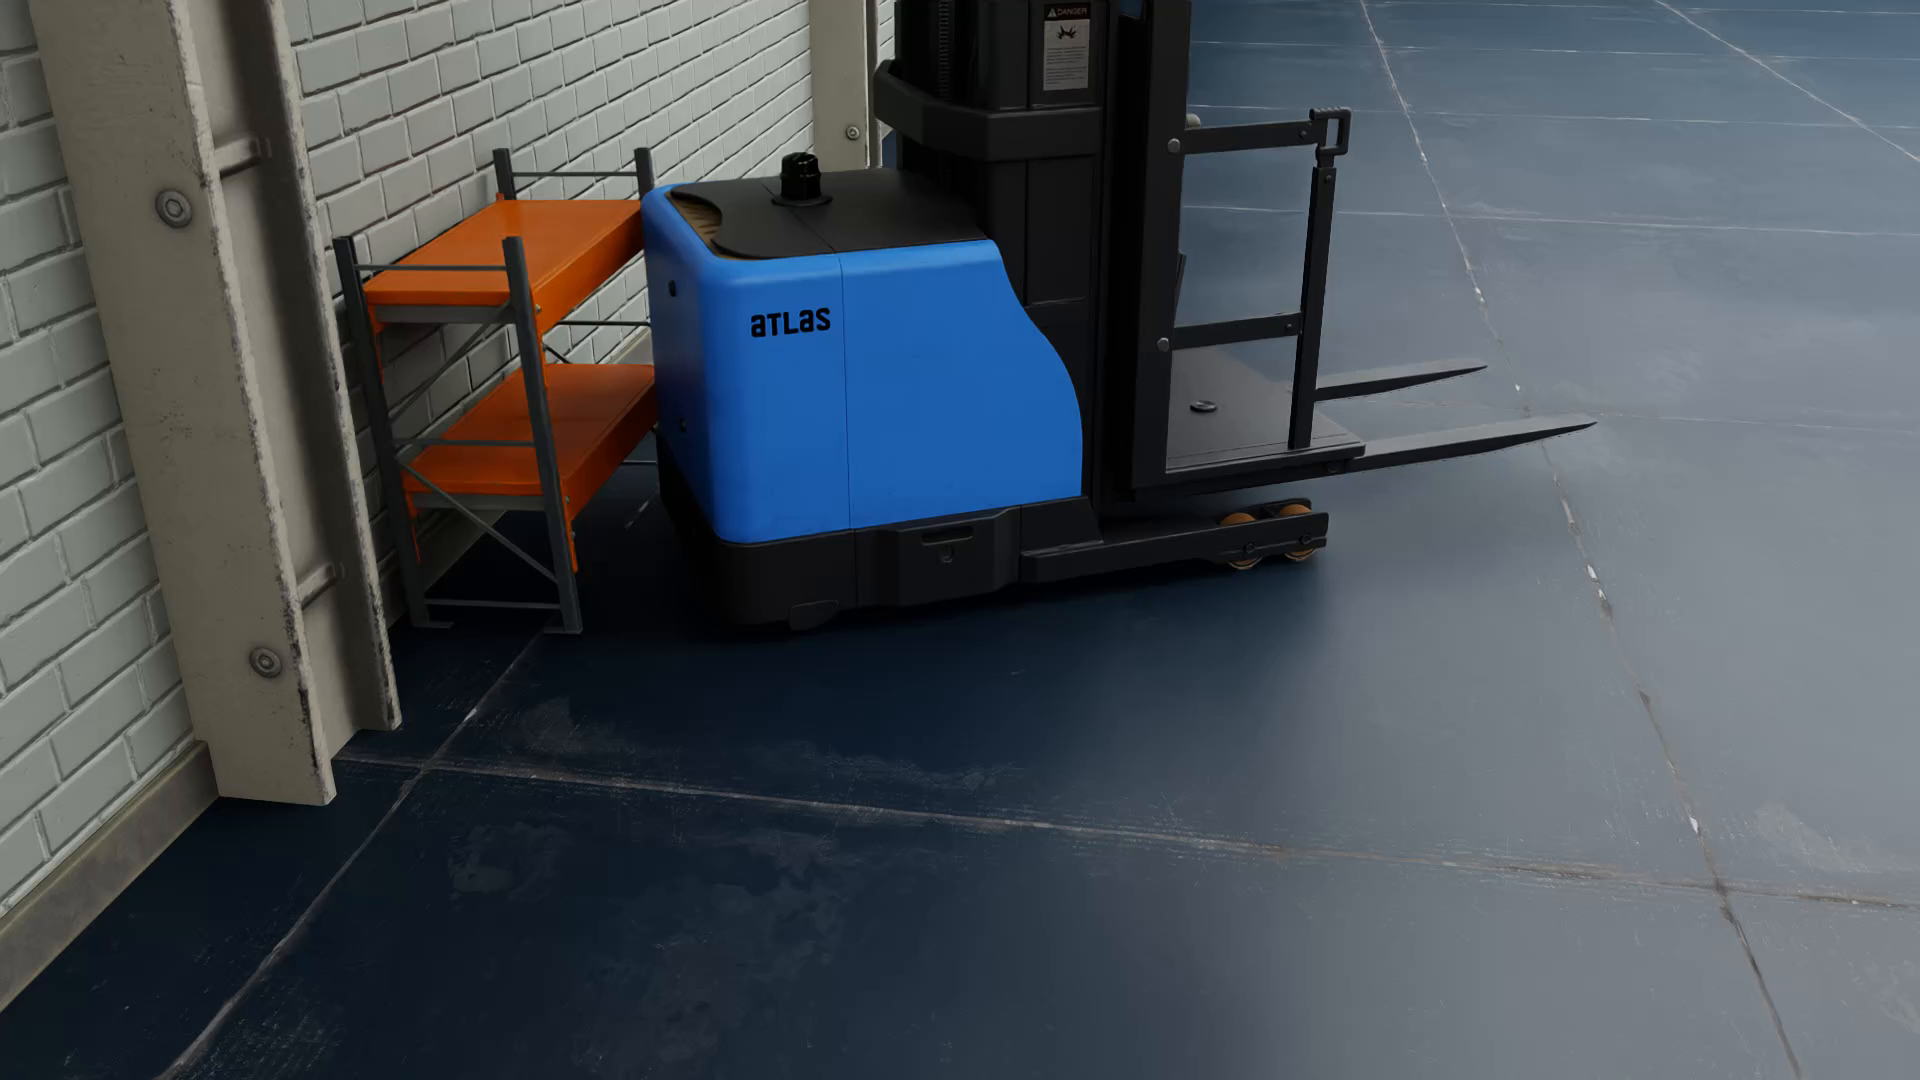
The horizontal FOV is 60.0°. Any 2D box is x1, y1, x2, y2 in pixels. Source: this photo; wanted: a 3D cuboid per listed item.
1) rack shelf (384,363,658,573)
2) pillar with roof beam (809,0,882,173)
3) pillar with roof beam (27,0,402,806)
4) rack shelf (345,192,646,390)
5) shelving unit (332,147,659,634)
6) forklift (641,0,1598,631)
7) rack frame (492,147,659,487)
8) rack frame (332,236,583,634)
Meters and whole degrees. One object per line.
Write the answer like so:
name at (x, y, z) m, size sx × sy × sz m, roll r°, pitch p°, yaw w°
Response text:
rack shelf at (-1.243, -0.256, 5.010) m, size 0.538 × 0.278 × 1.000 m, roll 2°, pitch 26°, yaw 9°
pillar with roof beam at (3.616, -5.754, 6.928) m, size 9.100 × 9.000 × 0.400 m, roll 4°, pitch 25°, yaw 9°
pillar with roof beam at (2.635, -3.245, 1.567) m, size 9.100 × 9.000 × 0.400 m, roll 4°, pitch 25°, yaw 9°
rack shelf at (-1.264, -0.741, 4.779) m, size 0.538 × 0.278 × 1.000 m, roll 2°, pitch 26°, yaw 9°
shelving unit at (-1.252, -0.477, 4.905) m, size 0.538 × 1.125 × 1.048 m, roll 2°, pitch 26°, yaw 9°
forklift at (0.604, -1.441, 4.872) m, size 3.031 × 2.935 × 1.130 m, roll -9°, pitch 26°, yaw -18°
rack frame at (-1.175, -0.696, 5.358) m, size 0.500 × 1.125 × 0.032 m, roll 2°, pitch 26°, yaw 9°
rack frame at (-1.329, -0.258, 4.453) m, size 0.500 × 1.125 × 0.032 m, roll 2°, pitch 26°, yaw 9°
